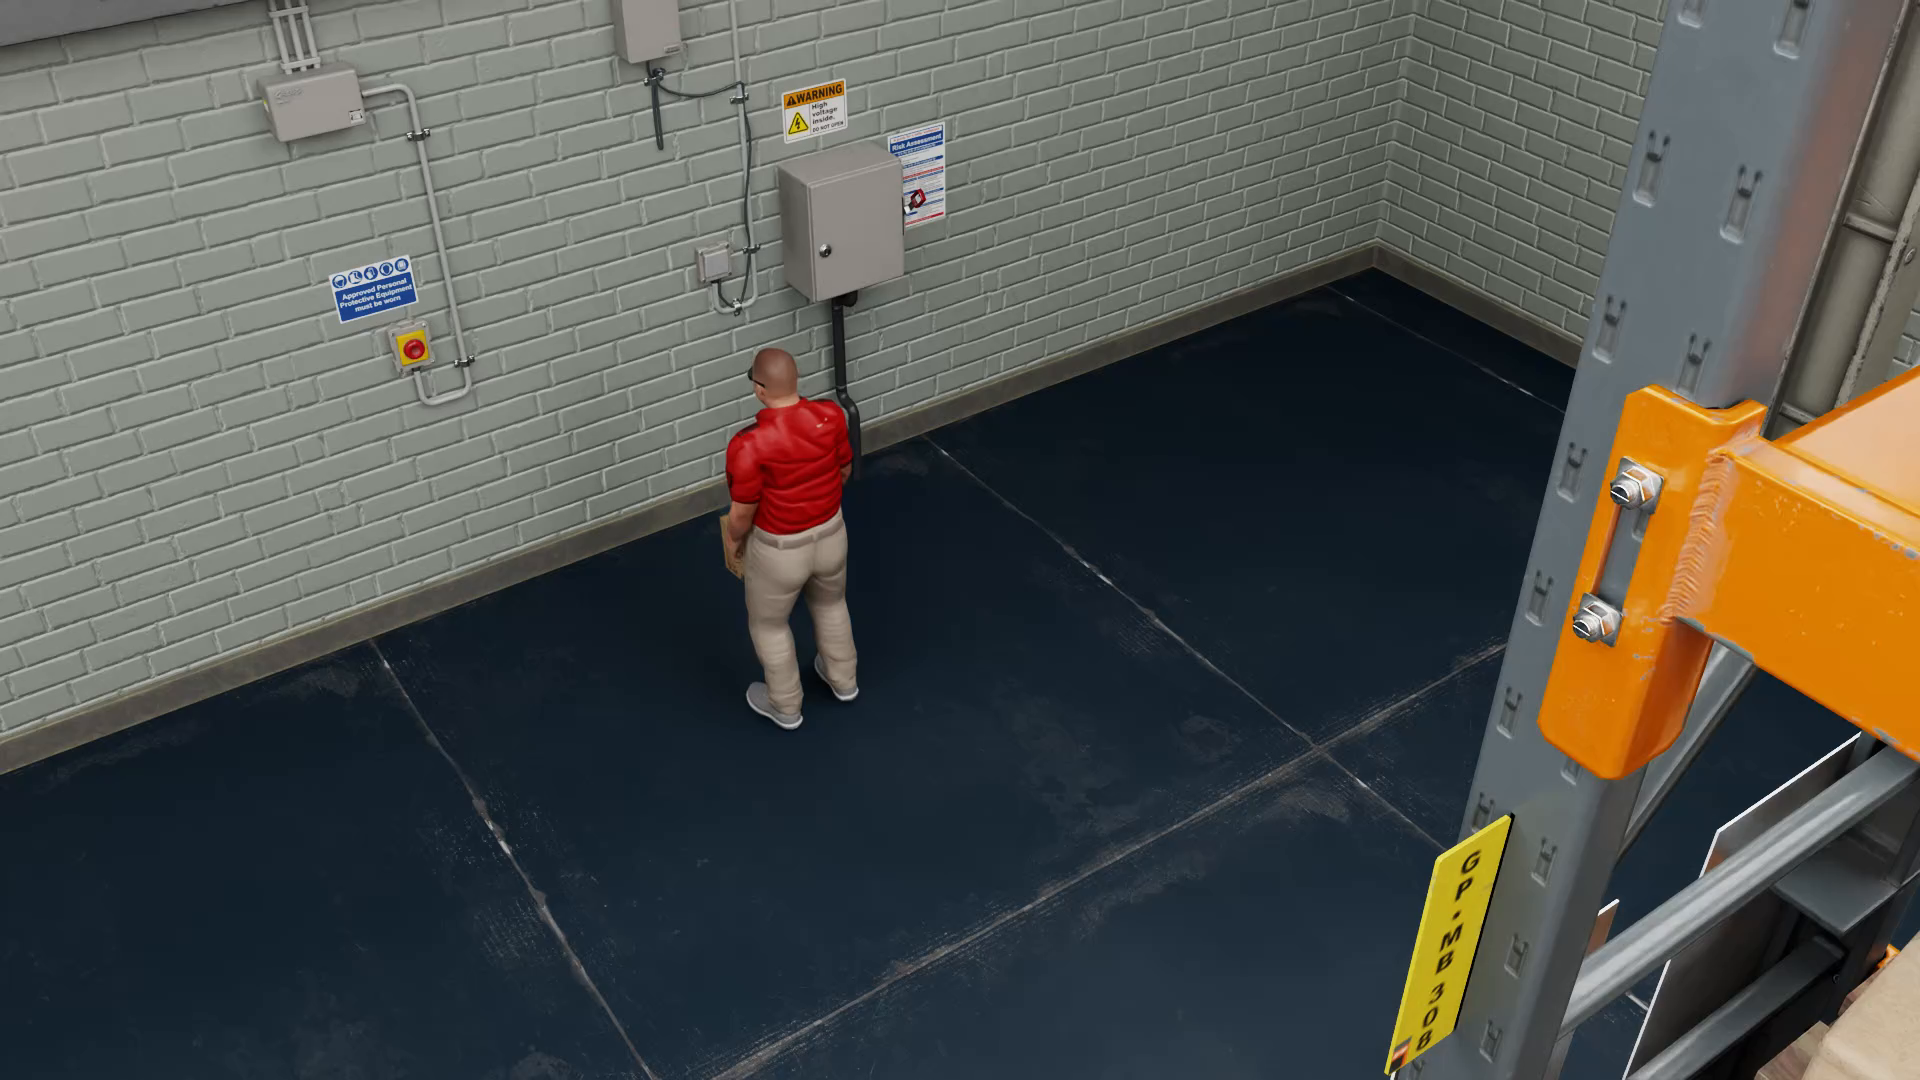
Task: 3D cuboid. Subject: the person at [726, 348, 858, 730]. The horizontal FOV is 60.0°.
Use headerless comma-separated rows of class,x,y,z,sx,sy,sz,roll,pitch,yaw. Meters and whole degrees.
person,-0.678,-0.006,6.662,0.547,1.732,0.405,-23,42,-29
